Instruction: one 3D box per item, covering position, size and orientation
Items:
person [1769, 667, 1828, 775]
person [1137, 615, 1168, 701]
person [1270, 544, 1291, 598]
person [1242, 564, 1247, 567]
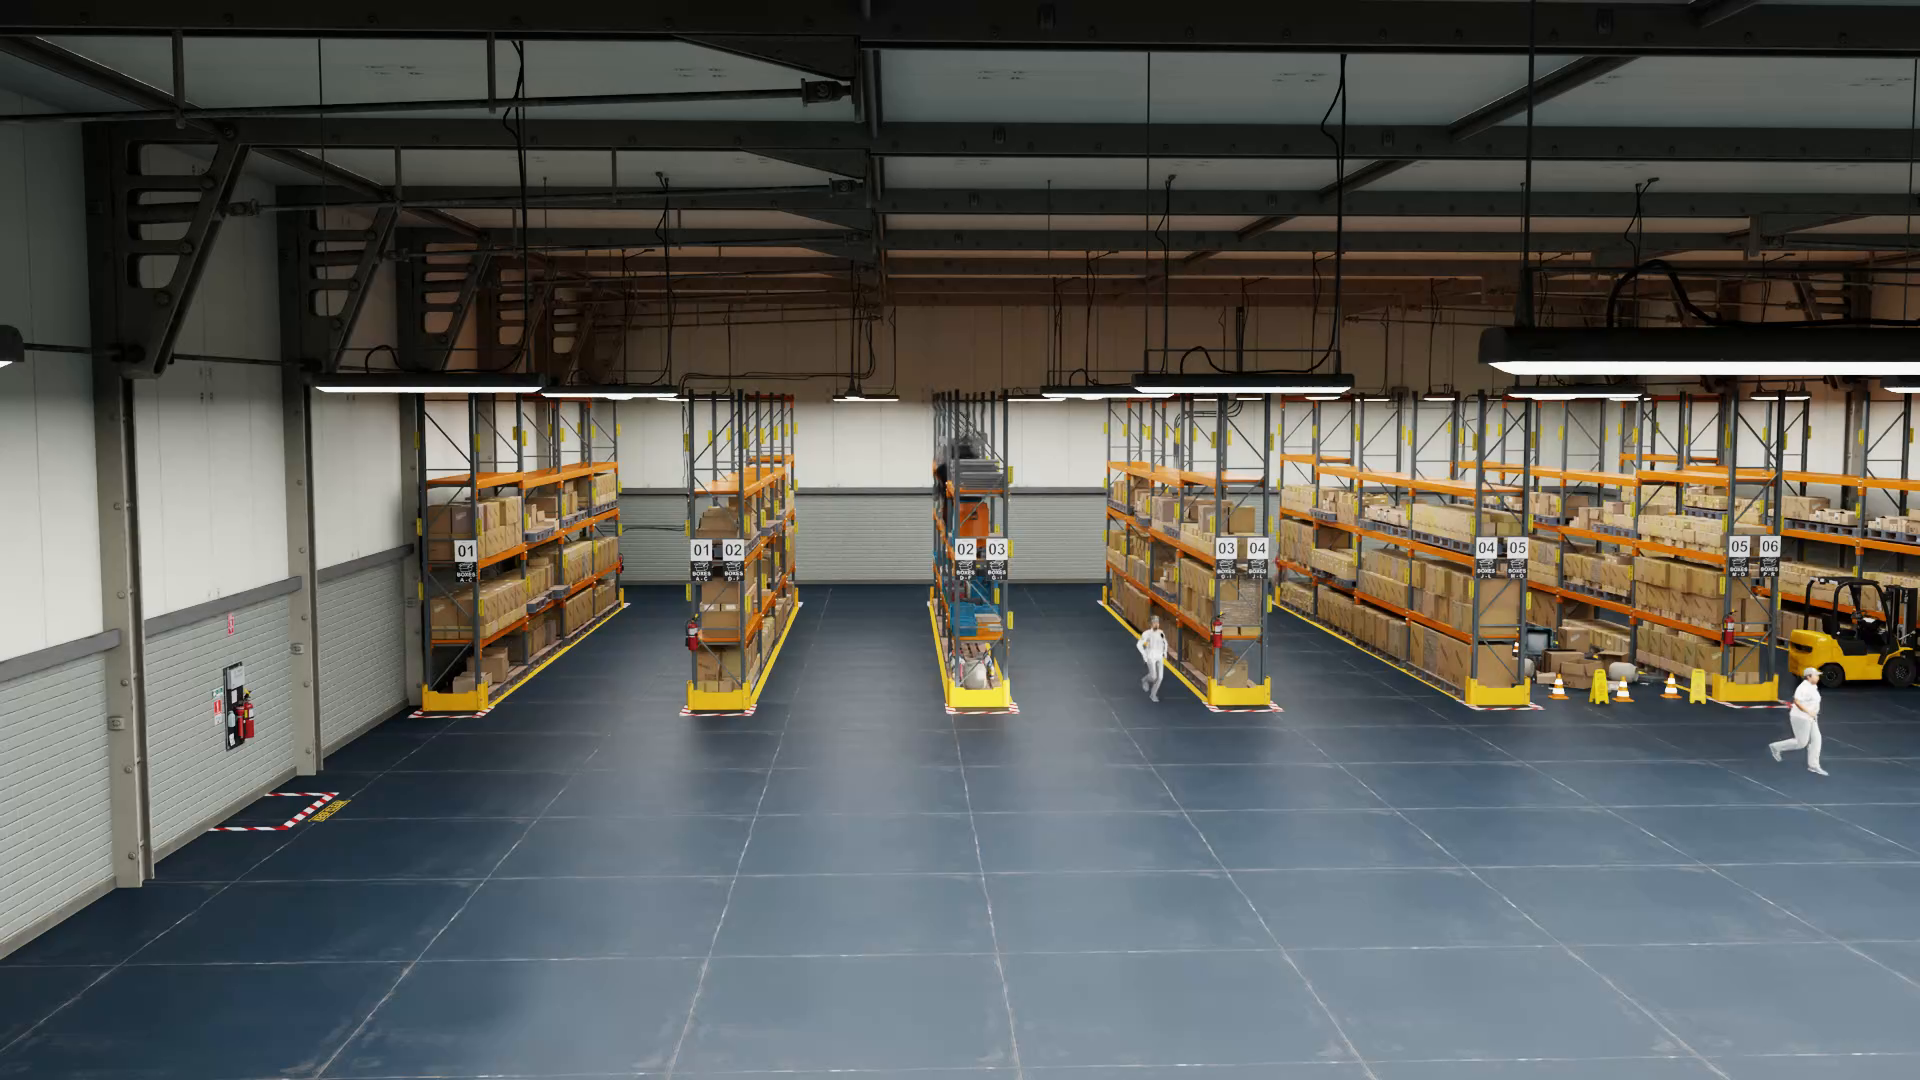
[{"bbox_3d":[13.139,2.802,25.973,0.857,1.660,0.611,4,6,41],"label":"person"},{"bbox_3d":[3.758,2.284,32.275,0.629,1.670,0.550,-2,5,-19],"label":"person"},{"bbox_3d":[9.557,0.914,49.093,0.772,1.729,0.808,1,5,9],"label":"person"},{"bbox_3d":[8.058,1.091,46.558,0.623,1.717,0.667,1,5,6],"label":"person"}]
